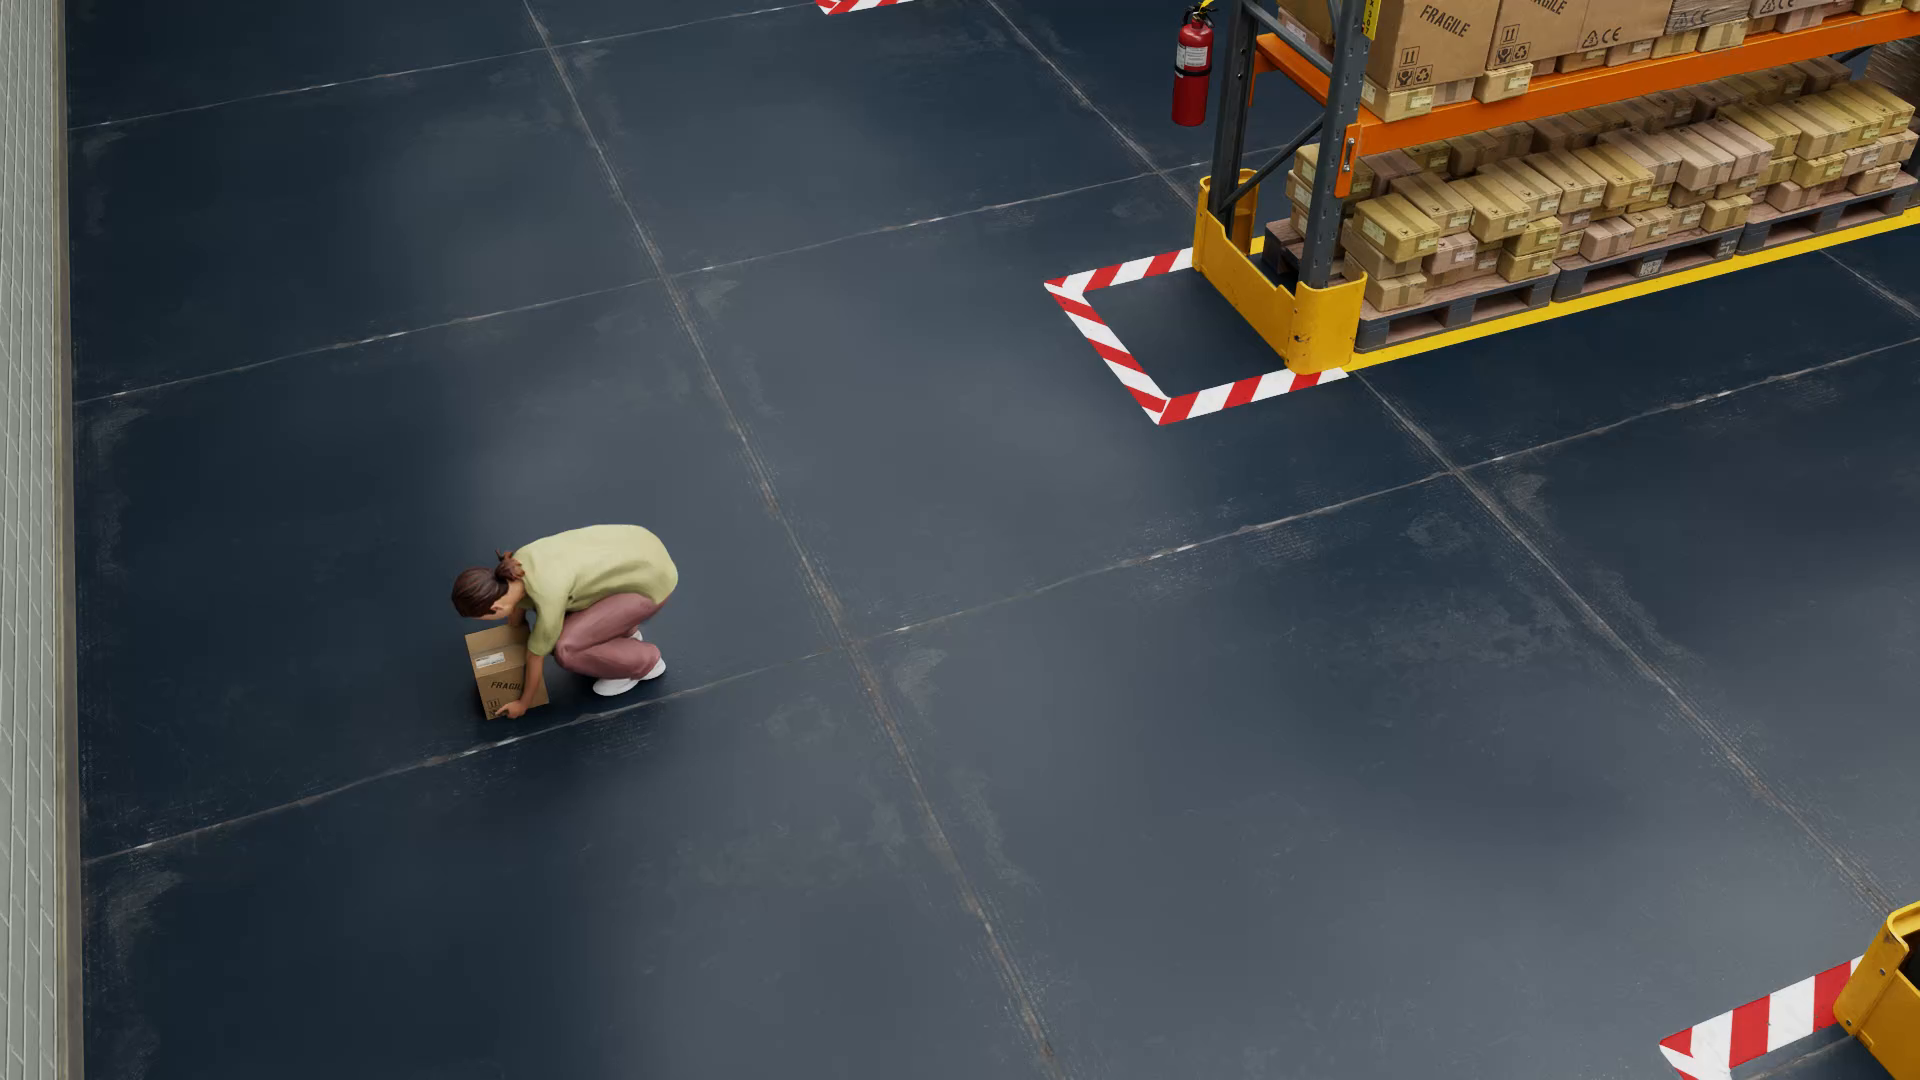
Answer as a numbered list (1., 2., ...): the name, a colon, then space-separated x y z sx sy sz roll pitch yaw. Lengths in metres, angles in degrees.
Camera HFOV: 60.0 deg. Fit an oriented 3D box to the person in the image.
1. person: -1.530 0.282 6.567 0.856 0.772 0.454 -16 44 -17
